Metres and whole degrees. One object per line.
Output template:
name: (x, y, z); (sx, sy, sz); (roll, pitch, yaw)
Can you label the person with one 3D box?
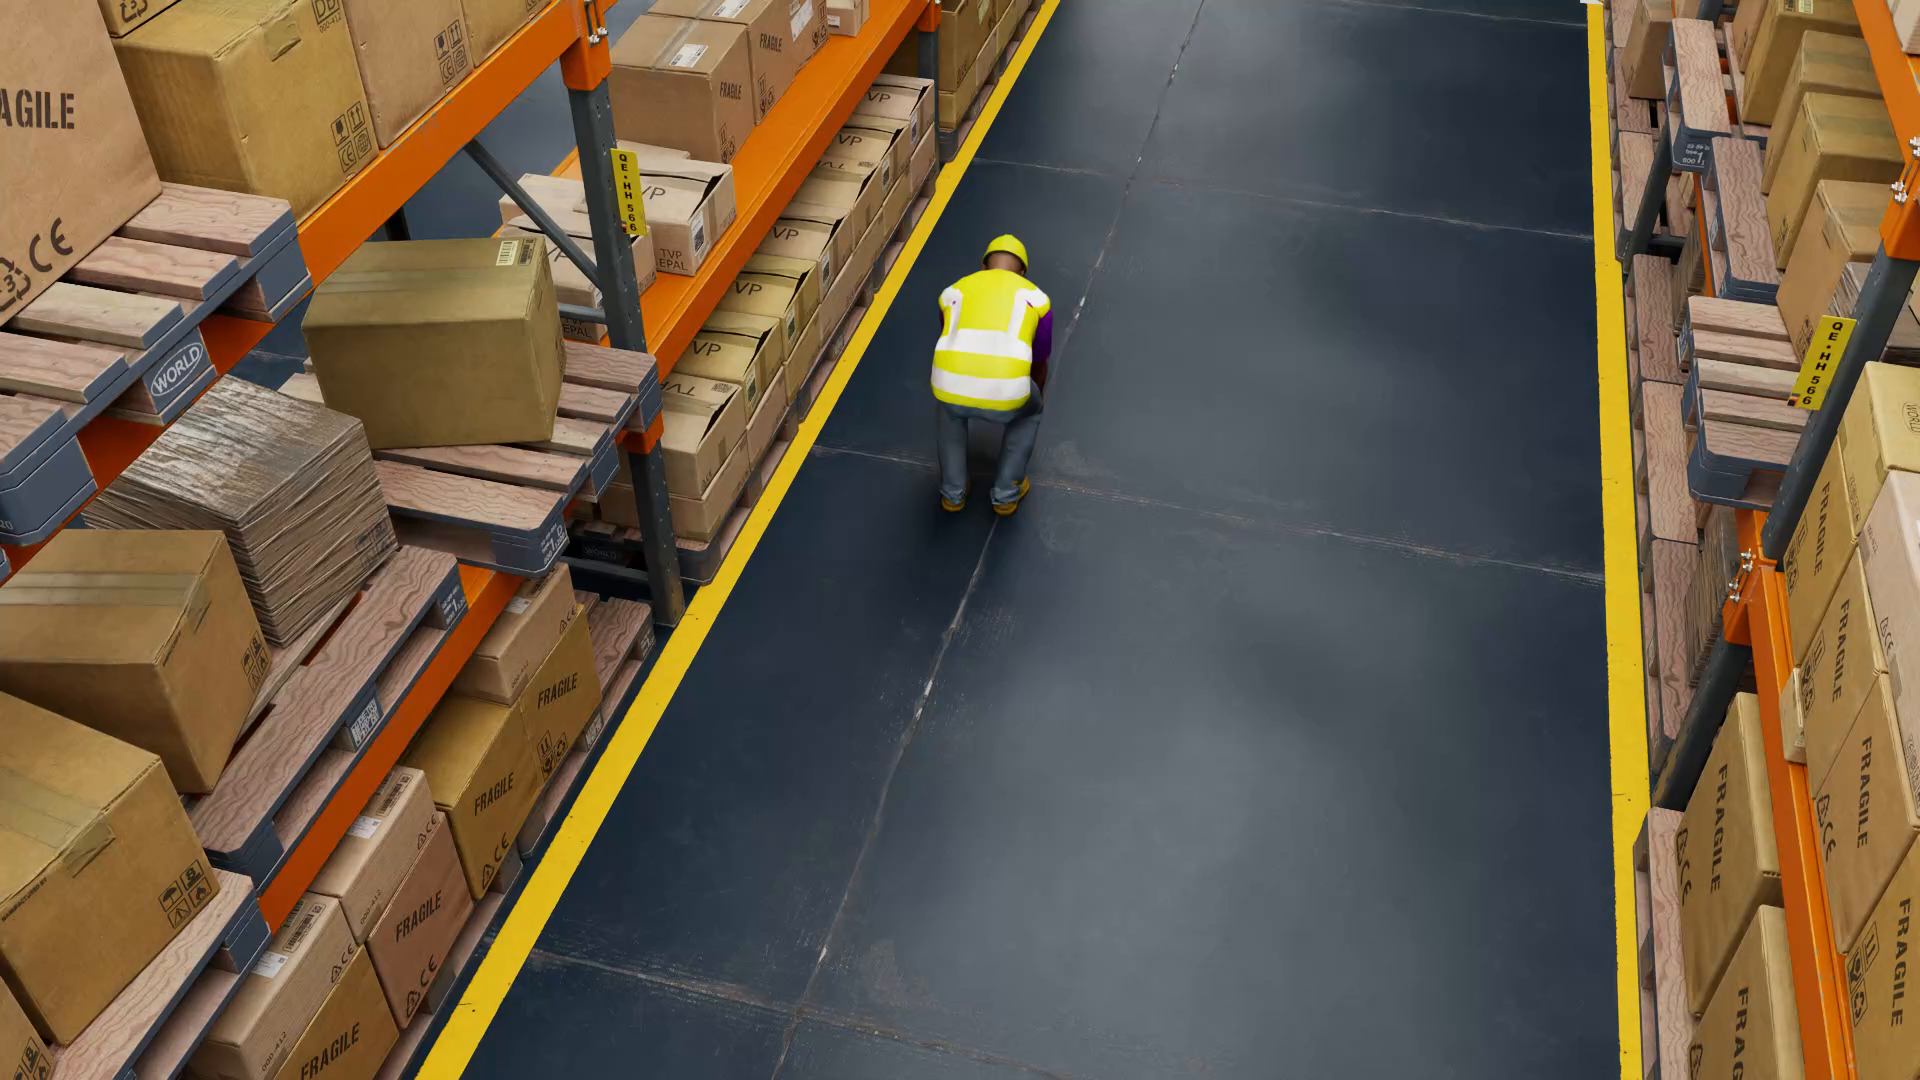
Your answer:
person: (0.135, -0.706, 7.489); (0.510, 1.072, 0.965); (8, 41, 9)
